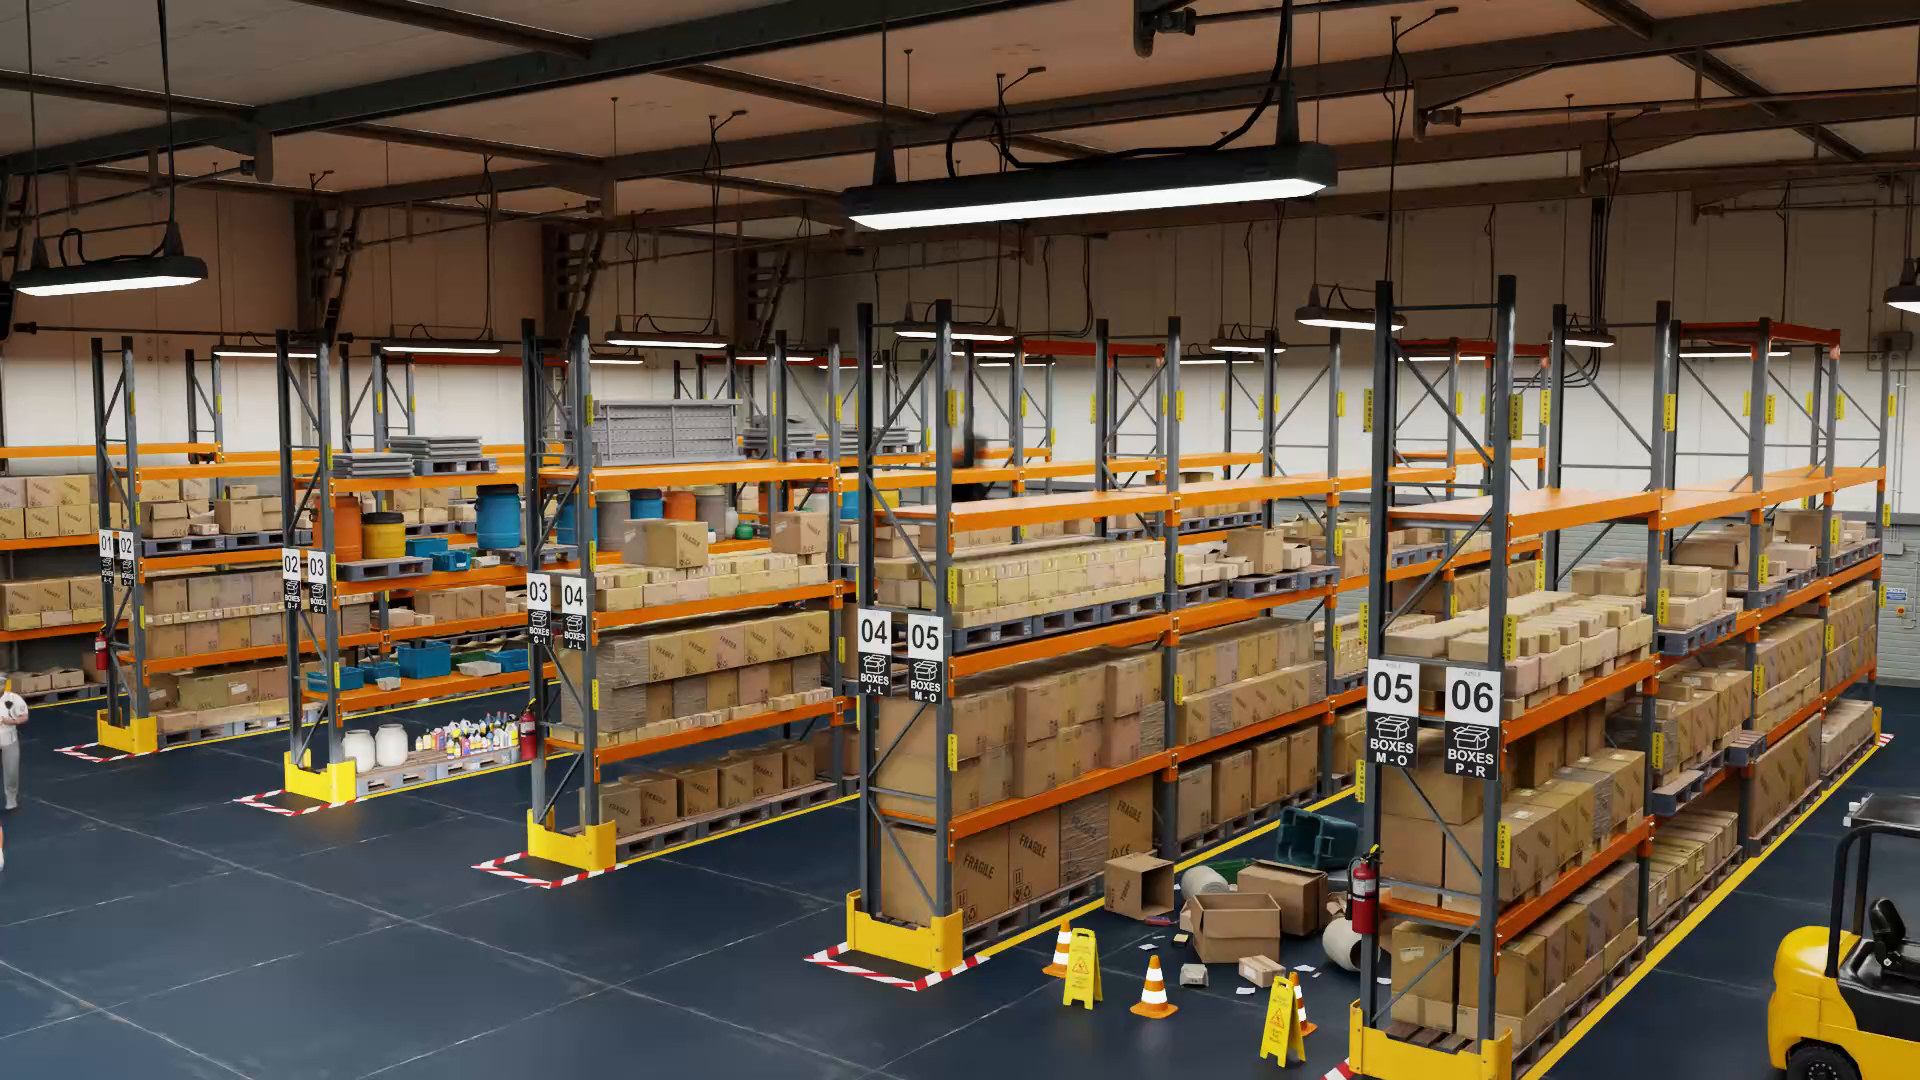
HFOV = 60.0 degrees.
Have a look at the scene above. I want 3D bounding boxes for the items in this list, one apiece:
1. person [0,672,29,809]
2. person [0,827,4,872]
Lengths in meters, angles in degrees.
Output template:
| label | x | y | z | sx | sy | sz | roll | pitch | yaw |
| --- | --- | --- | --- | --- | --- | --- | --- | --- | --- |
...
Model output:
| label | x | y | z | sx | sy | sz | roll | pitch | yaw |
| --- | --- | --- | --- | --- | --- | --- | --- | --- | --- |
| person | -11.756 | 2.515 | 20.368 | 0.637 | 1.852 | 0.802 | -3 | 6 | -29 |
| person | -8.702 | 3.013 | 14.468 | 0.676 | 1.827 | 0.931 | -2 | 5 | -23 |
